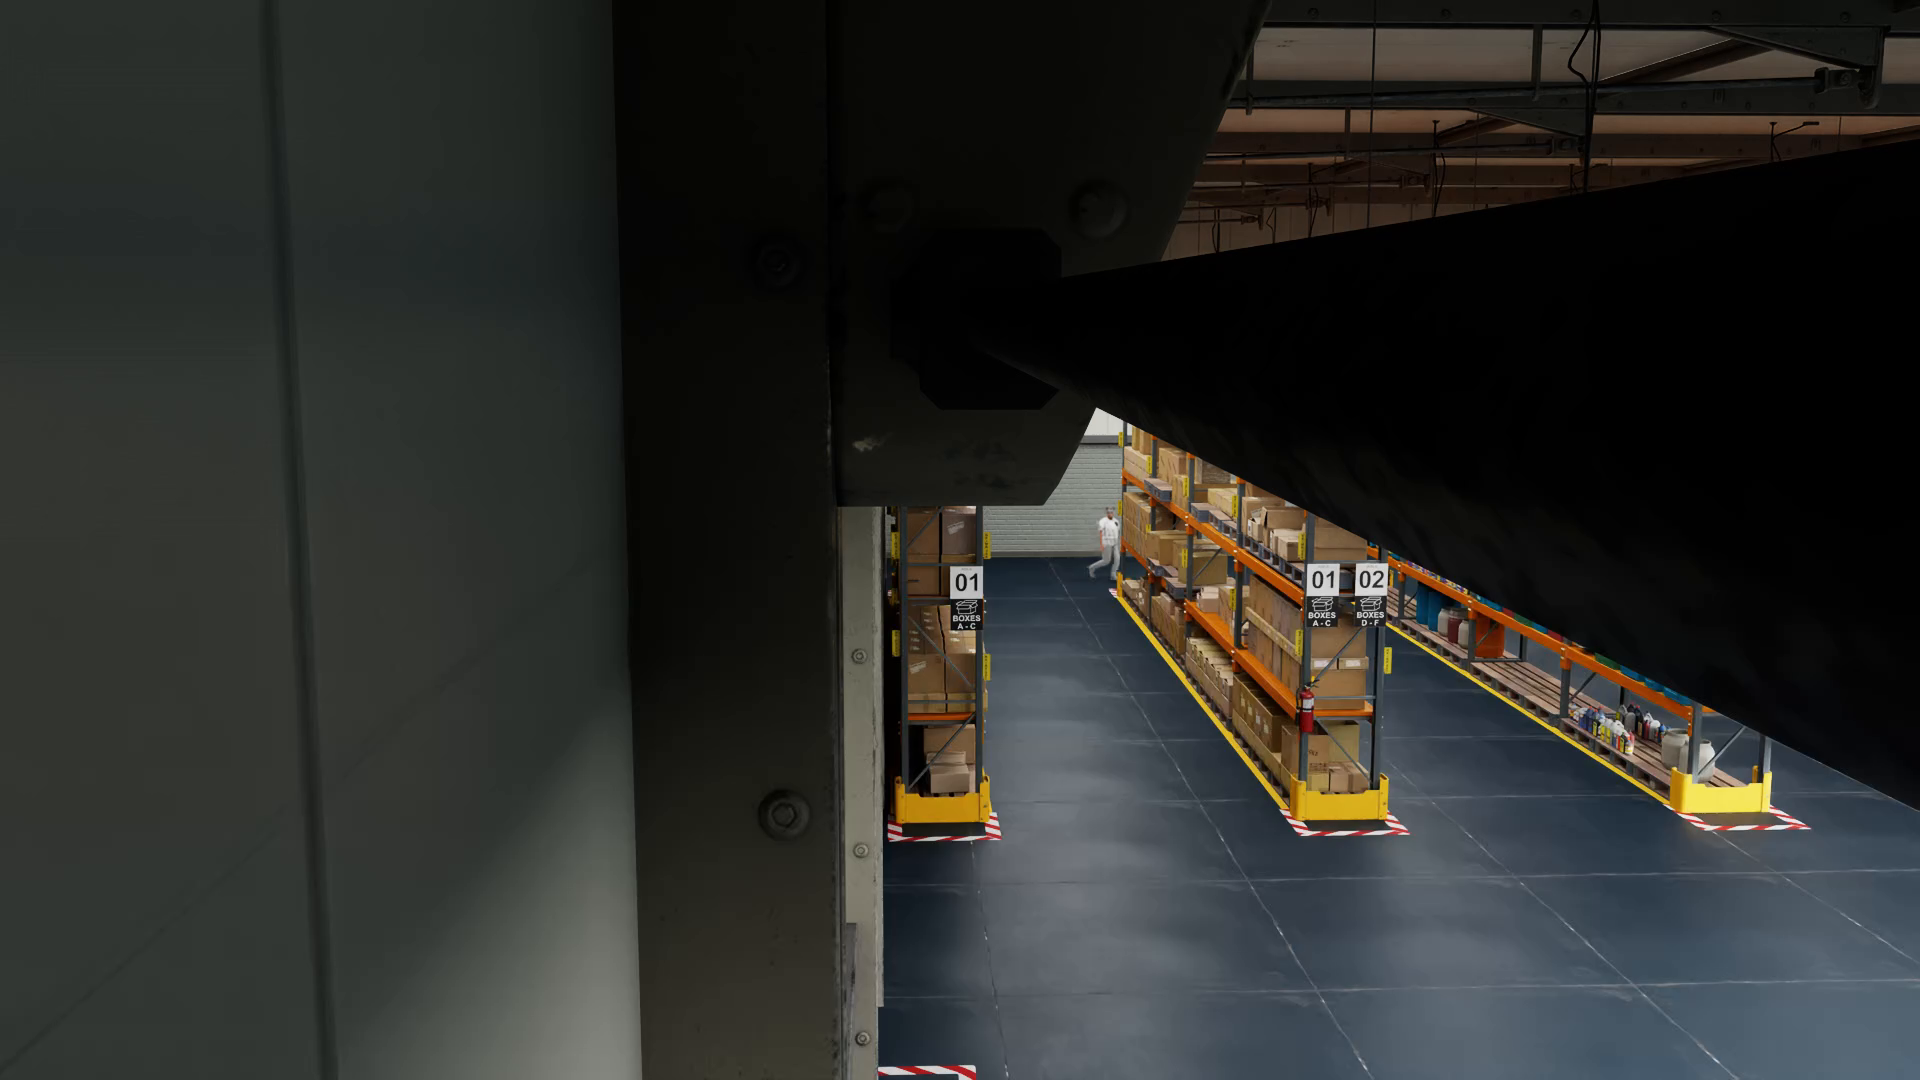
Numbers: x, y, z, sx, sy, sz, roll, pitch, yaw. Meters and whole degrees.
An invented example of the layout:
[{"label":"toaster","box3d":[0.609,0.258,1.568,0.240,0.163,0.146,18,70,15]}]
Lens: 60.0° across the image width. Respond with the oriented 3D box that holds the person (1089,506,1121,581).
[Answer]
[{"label":"person","box3d":[3.399,0.069,38.366,0.758,1.734,0.561,6,10,36]}]
